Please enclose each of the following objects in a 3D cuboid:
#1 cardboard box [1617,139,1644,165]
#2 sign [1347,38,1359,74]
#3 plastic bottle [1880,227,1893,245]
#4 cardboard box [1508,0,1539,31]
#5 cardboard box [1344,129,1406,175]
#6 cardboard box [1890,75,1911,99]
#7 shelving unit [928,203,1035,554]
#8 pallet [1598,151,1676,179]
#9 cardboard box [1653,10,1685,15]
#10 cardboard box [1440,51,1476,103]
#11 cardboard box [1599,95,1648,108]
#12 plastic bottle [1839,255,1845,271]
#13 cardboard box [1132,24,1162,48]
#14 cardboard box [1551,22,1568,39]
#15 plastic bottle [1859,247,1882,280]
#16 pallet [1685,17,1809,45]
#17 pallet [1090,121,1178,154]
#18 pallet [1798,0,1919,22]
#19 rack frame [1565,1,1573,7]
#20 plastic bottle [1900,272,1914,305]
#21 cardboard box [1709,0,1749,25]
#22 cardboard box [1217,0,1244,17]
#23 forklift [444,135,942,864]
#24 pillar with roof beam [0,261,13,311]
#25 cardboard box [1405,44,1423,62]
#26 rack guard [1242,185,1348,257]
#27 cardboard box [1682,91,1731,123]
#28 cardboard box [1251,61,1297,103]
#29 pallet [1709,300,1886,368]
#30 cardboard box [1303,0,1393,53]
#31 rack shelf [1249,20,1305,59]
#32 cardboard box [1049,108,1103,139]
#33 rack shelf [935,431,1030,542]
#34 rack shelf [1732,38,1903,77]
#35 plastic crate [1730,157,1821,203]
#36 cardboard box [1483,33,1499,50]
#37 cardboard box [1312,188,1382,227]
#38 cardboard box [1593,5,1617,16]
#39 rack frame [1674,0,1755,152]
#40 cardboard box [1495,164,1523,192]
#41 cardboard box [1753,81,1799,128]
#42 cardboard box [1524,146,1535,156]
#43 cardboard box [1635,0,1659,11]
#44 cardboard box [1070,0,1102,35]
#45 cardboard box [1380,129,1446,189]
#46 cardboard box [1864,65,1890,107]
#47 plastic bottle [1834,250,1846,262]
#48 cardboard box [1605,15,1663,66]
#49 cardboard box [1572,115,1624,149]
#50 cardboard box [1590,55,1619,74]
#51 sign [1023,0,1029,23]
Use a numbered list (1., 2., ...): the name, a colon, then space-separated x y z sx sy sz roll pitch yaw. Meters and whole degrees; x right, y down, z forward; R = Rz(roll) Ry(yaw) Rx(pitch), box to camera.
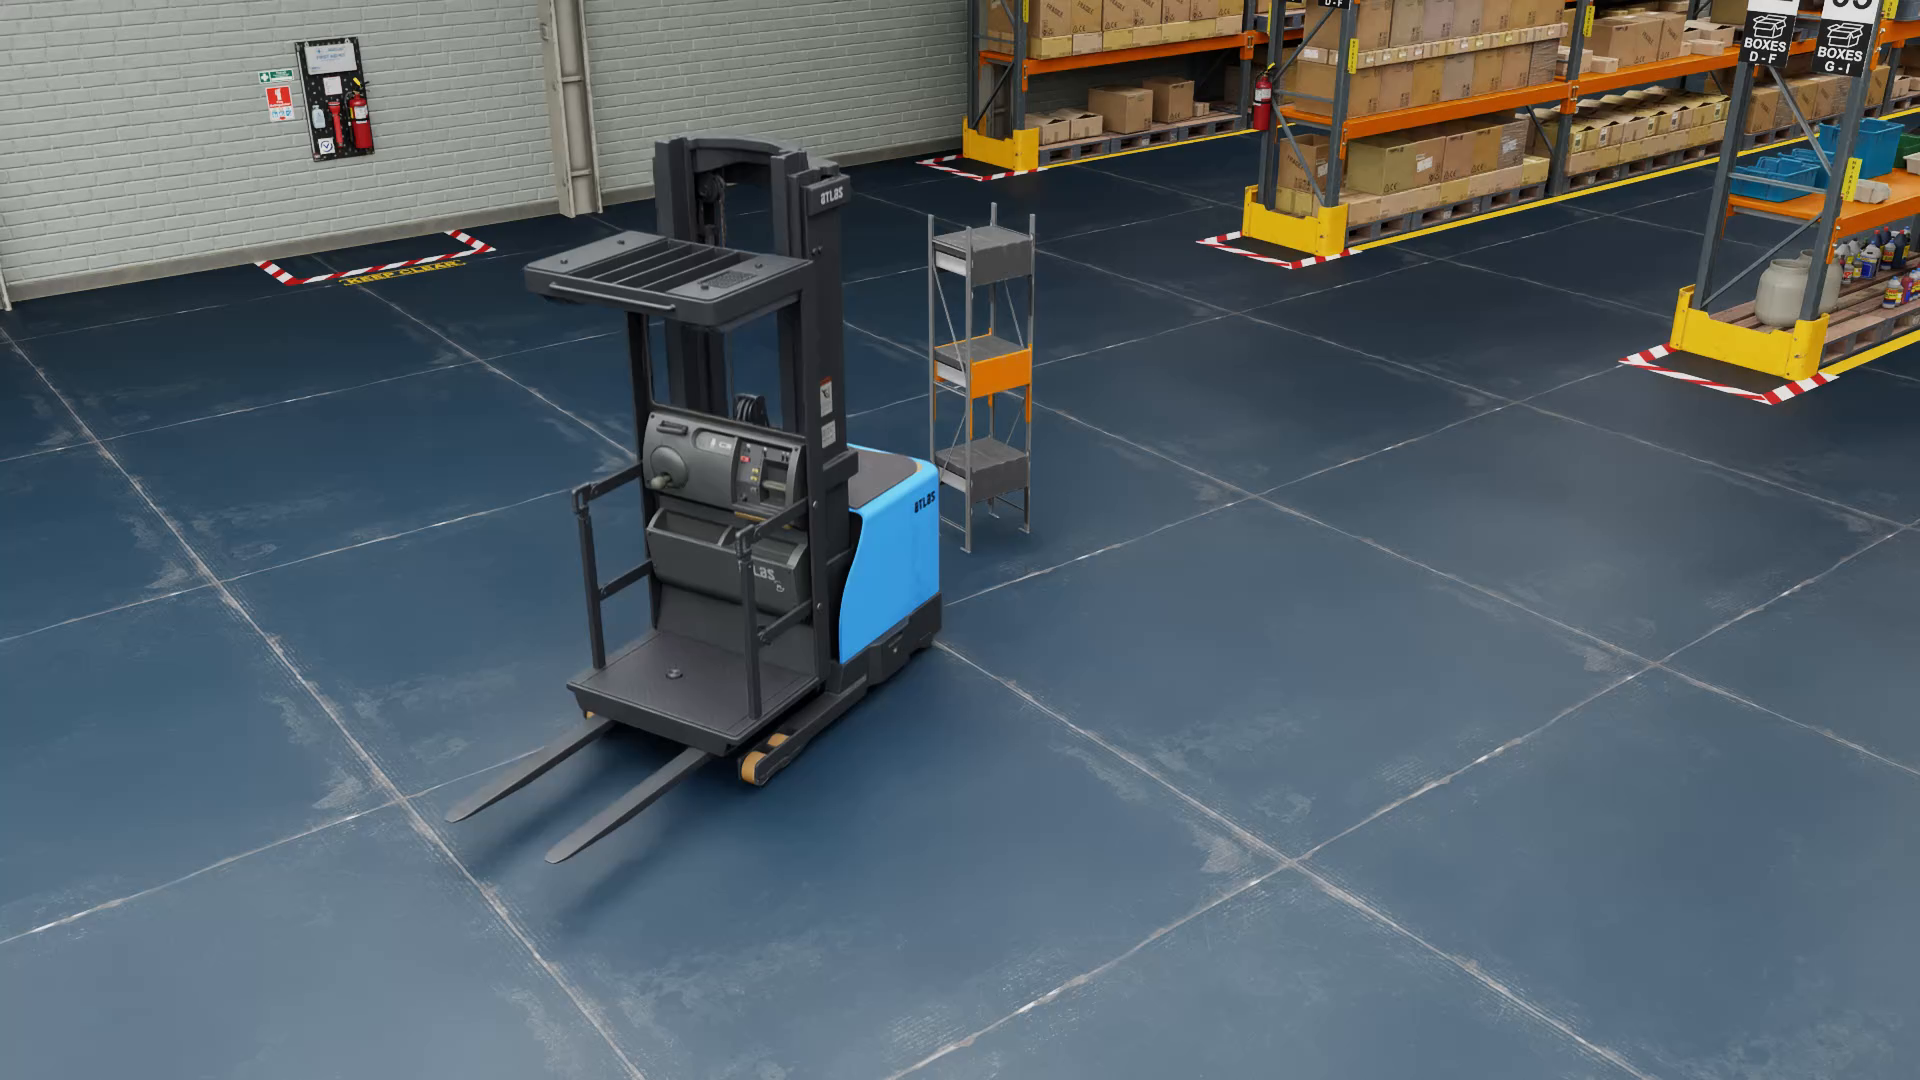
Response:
1. cardboard box: 7.933 -4.762 20.215 0.500 0.250 0.500 -19 31 -36
2. sign: 3.844 -4.733 16.262 0.005 0.325 0.100 -18 31 -34
3. plastic bottle: 8.816 -2.812 15.871 0.185 0.351 0.144 -17 30 -33
4. cardboard box: 5.912 -5.913 18.268 0.500 0.500 0.700 -18 31 -34
5. cardboard box: 4.522 -4.275 18.276 0.500 0.500 0.500 -18 31 -34
6. cardboard box: 13.413 -6.624 24.131 0.500 0.311 0.500 -18 31 -34
7. shelving unit: 0.130 -0.995 10.401 0.503 2.100 0.431 -18 31 -34
8. pallet: 8.170 -4.787 20.813 1.213 0.211 1.003 -18 31 -34
9. cardboard box: 12.154 -8.997 29.044 0.500 0.500 0.700 -18 31 -34
10. cardboard box: 5.098 -5.055 17.960 0.500 0.500 0.700 -17 30 -33
11. cardboard box: 8.397 -5.455 21.043 0.500 0.311 0.500 -19 31 -35
12. plastic bottle: 8.016 -2.459 15.188 0.133 0.283 0.061 -18 31 -34
13. cardboard box: 2.230 -6.493 21.331 0.500 0.250 0.500 -18 30 -34
14. cardboard box: 6.572 -5.726 18.636 0.250 0.149 0.380 -18 31 -34
15. plastic bottle: 8.444 -2.576 15.451 0.135 0.276 0.152 -18 31 -34
16. pallet: 10.292 -6.680 21.808 1.003 0.211 1.213 -18 31 -34
17. pallet: 2.127 -5.399 22.132 1.213 0.211 1.003 -18 31 -34
18. pallet: 7.271 -4.305 13.124 1.213 0.211 1.003 -18 31 -34
19. rack frame: 9.890 -9.247 27.111 0.127 3.000 1.000 -18 31 -34
20. plastic bottle: 8.368 -2.235 14.708 0.133 0.283 0.061 -18 30 -33
21. cardboard box: 10.228 -7.004 21.661 0.700 0.500 0.500 15 29 29
22. cardboard box: 3.413 -7.224 22.017 0.500 0.500 0.500 -18 31 -34
23. forklift: -1.281 -0.346 8.014 1.130 2.935 3.031 14 28 27
24. pillar with roof beam: -6.323 -4.776 10.351 0.400 9.000 9.100 -18 31 -34
25. cardboard box: 4.551 -5.058 17.197 0.250 0.149 0.380 -19 31 -35
26. rack guard: 3.487 -3.349 17.373 0.348 0.500 1.175 -18 31 -34
27. cardboard box: 9.541 -5.548 21.241 0.500 0.311 0.500 -17 30 -33
28. cardboard box: 4.539 -6.582 23.815 0.500 0.500 0.700 -19 31 -35
29. pallet: 7.233 -1.827 14.436 1.213 0.211 1.003 -18 31 -34
30. cardboard box: 3.923 -5.254 16.848 0.500 0.500 0.700 -18 30 -34
31. rack shelf: 5.168 -7.362 23.904 4.000 0.370 1.077 -18 31 -34
32. cardboard box: 1.495 -5.407 21.510 0.500 0.311 0.500 -15 29 -30
33. rack shelf: 0.130 -0.348 10.701 0.480 0.518 0.431 -18 31 -34
34. rack shelf: 11.375 -6.761 22.609 4.000 0.370 1.077 -18 31 -34
35. plastic crate: 6.769 -3.009 13.847 0.616 0.251 0.499 -18 31 -34
36. cardboard box: 5.572 -5.397 17.927 0.250 0.149 0.380 -17 30 -33
37. cardboard box: 4.065 -3.498 17.492 0.500 0.250 0.500 -18 31 -34
38. cardboard box: 10.925 -8.992 28.262 0.250 0.149 0.380 -19 31 -36
39. rack frame: 9.802 -6.568 21.338 0.127 3.000 1.000 -18 31 -34
40. cardboard box: 6.024 -4.152 18.901 0.500 0.250 0.500 -18 31 -34
41. cardboard box: 10.745 -5.795 22.119 0.500 0.500 0.500 -20 31 -36
42. cardboard box: 6.801 -4.675 20.029 0.500 0.250 0.500 -19 31 -35
43. cardboard box: 11.928 -9.324 28.976 0.250 0.149 0.380 -18 30 -34
44. cardboard box: 1.403 -6.560 20.586 0.500 0.500 0.500 -18 30 -34
45. cardboard box: 4.843 -4.103 17.904 0.500 0.500 0.500 -18 31 -34
46. cardboard box: 12.738 -6.449 23.530 0.500 0.500 0.500 -18 31 -34
47. plastic bottle: 8.059 -2.526 15.343 0.135 0.276 0.152 -19 31 -35
48. cardboard box: 8.077 -6.035 20.071 0.500 0.500 0.500 -18 30 -34
49. cardboard box: 7.530 -4.879 19.801 0.500 0.311 0.500 -19 31 -35
50. cardboard box: 7.477 -5.577 19.502 0.250 0.149 0.380 -18 31 -34
51. sign: 0.781 -6.342 19.825 0.005 0.325 0.100 -18 31 -34
